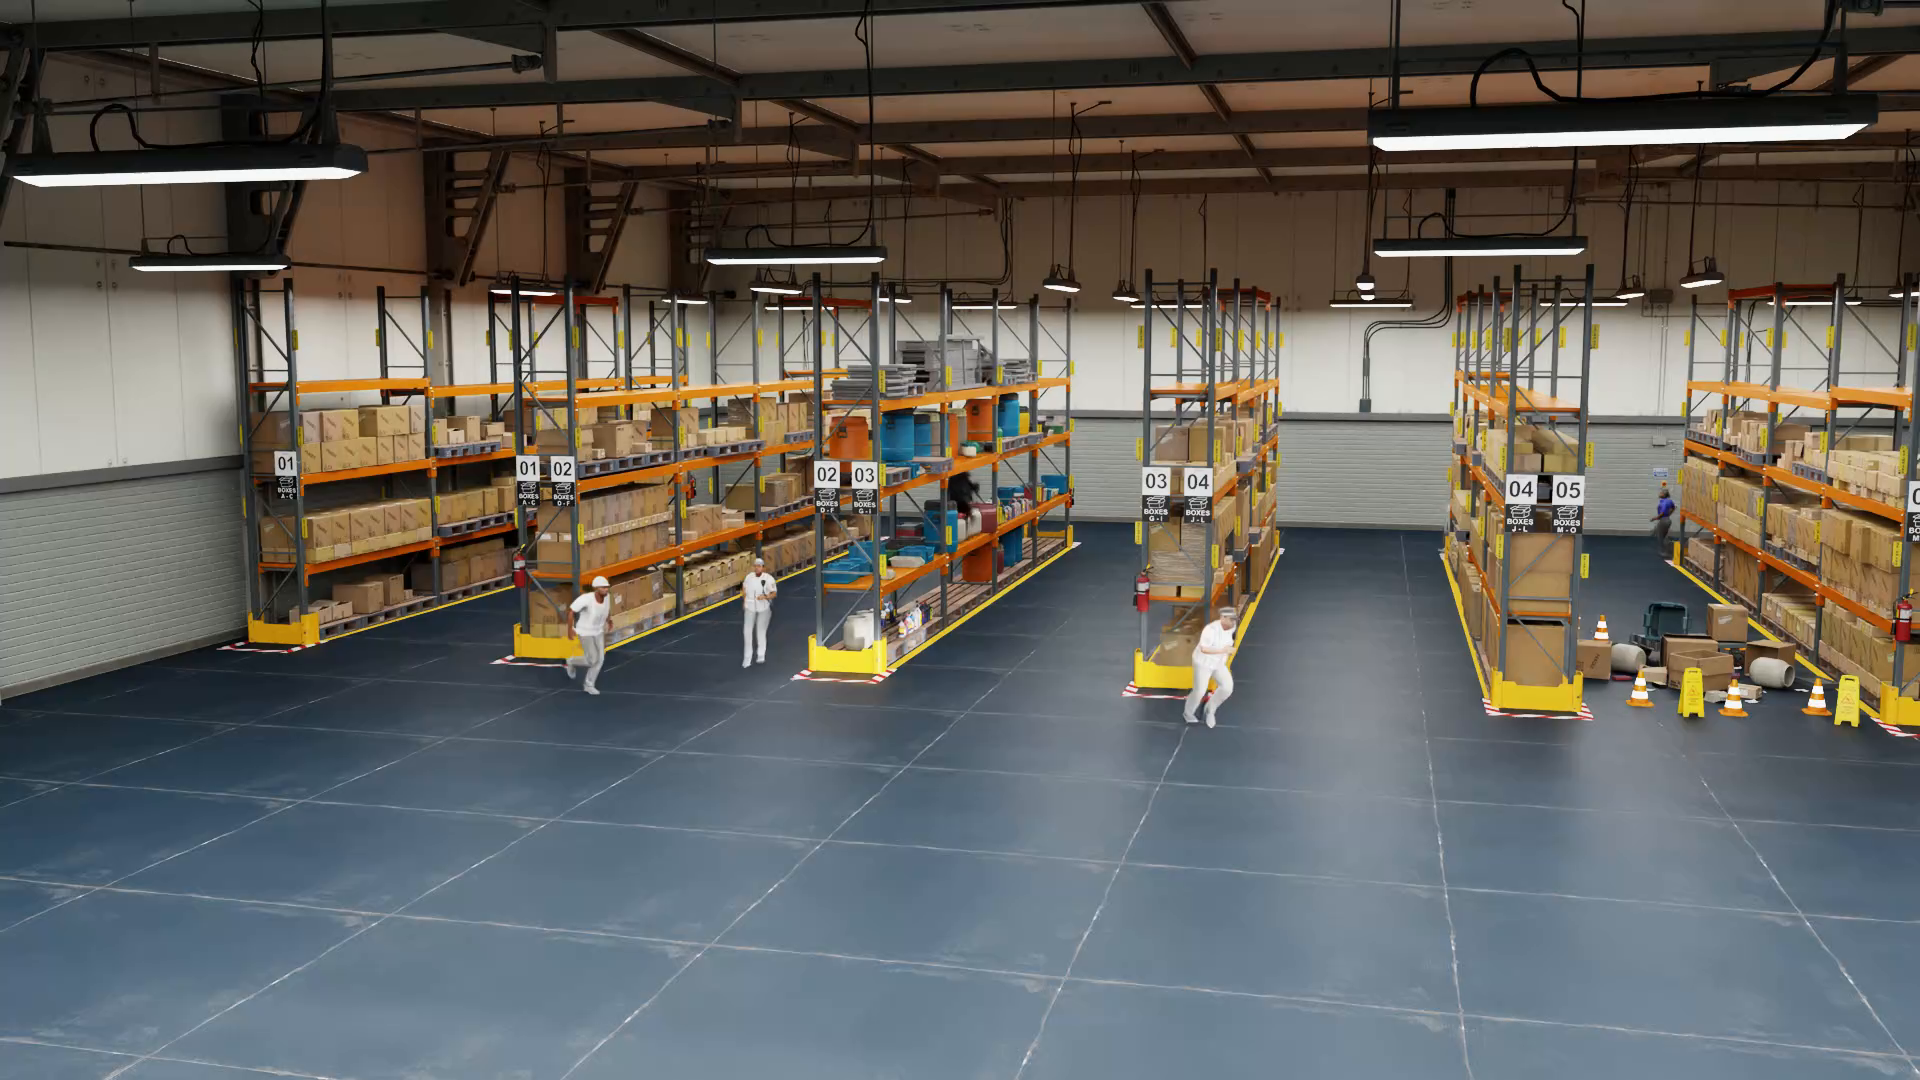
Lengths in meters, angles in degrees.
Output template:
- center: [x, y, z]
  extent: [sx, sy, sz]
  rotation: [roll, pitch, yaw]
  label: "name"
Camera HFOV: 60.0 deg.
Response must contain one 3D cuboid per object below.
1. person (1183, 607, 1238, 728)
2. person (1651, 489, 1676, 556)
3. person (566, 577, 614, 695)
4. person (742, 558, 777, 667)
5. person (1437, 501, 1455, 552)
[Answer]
- center: [3.294, 1.635, 21.551]
  extent: [0.699, 1.640, 0.986]
  rotation: [-5, 8, -35]
  label: "person"
- center: [16.254, -0.399, 38.479]
  extent: [0.507, 1.584, 0.628]
  rotation: [4, 8, 29]
  label: "person"
- center: [-5.284, 1.349, 23.718]
  extent: [0.810, 1.697, 0.696]
  rotation: [4, 8, 28]
  label: "person"
- center: [-3.124, 1.129, 25.769]
  extent: [0.594, 1.705, 0.597]
  rotation: [1, 7, 5]
  label: "person"
- center: [11.653, -0.538, 39.104]
  extent: [0.748, 1.755, 0.745]
  rotation: [1, 7, 5]
  label: "person"
